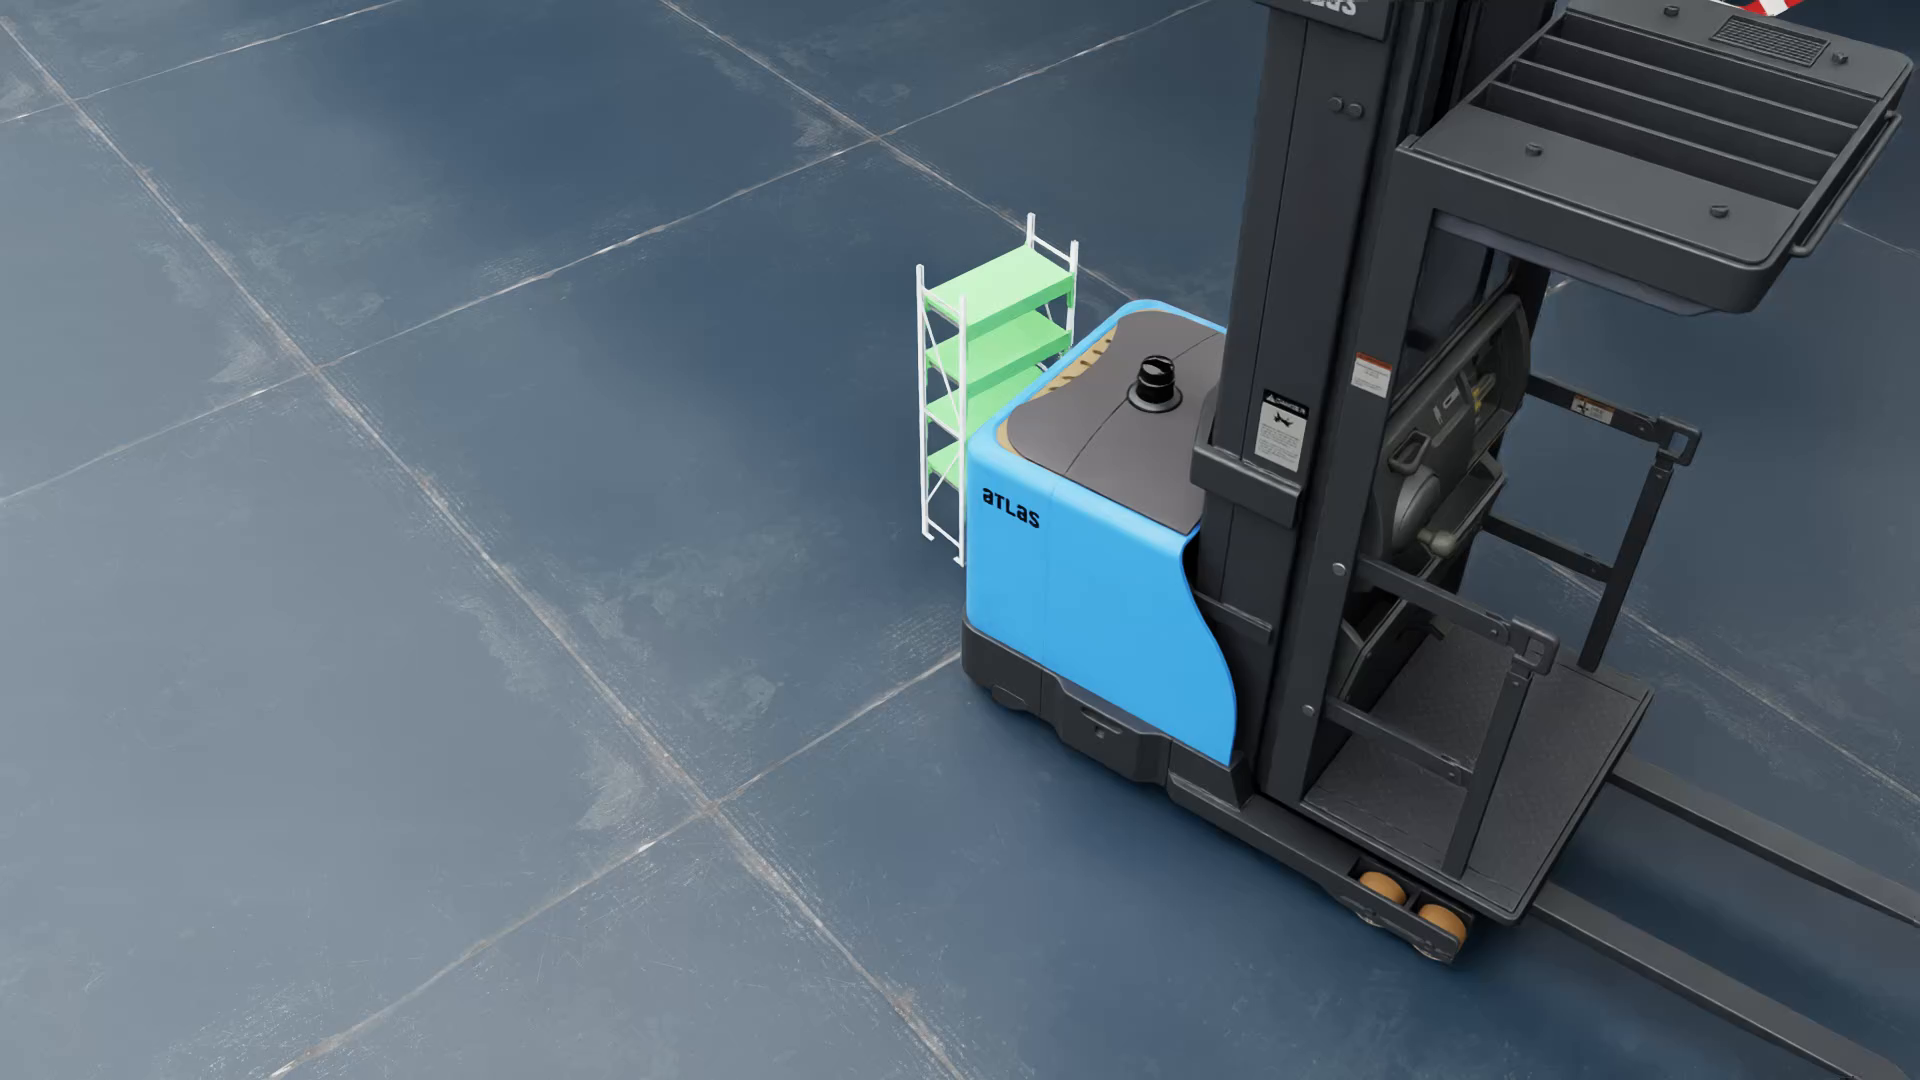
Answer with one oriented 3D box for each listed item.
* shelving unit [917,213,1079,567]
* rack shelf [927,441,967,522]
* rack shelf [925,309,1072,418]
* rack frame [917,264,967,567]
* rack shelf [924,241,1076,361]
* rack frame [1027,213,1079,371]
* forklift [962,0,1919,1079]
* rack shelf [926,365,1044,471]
[{"bbox_3d":[0.127,-0.510,5.917,0.503,1.200,0.258,-30,51,-28],"label":"shelving unit"},{"bbox_3d":[0.127,-0.289,6.125,0.480,0.148,0.258,-30,51,-28],"label":"rack shelf"},{"bbox_3d":[0.127,-0.638,5.796,0.480,0.148,0.258,-30,51,-28],"label":"rack shelf"},{"bbox_3d":[-0.060,-0.403,5.803,0.015,1.200,0.240,-30,51,-28],"label":"rack frame"},{"bbox_3d":[0.127,-0.813,5.632,0.480,0.148,0.258,-30,51,-28],"label":"rack shelf"},{"bbox_3d":[0.314,-0.617,6.031,0.015,1.200,0.240,-30,51,-28],"label":"rack frame"},{"bbox_3d":[1.486,-0.242,4.367,3.031,2.935,1.130,27,50,26],"label":"forklift"},{"bbox_3d":[0.127,-0.463,5.960,0.480,0.148,0.258,-30,51,-28],"label":"rack shelf"}]
